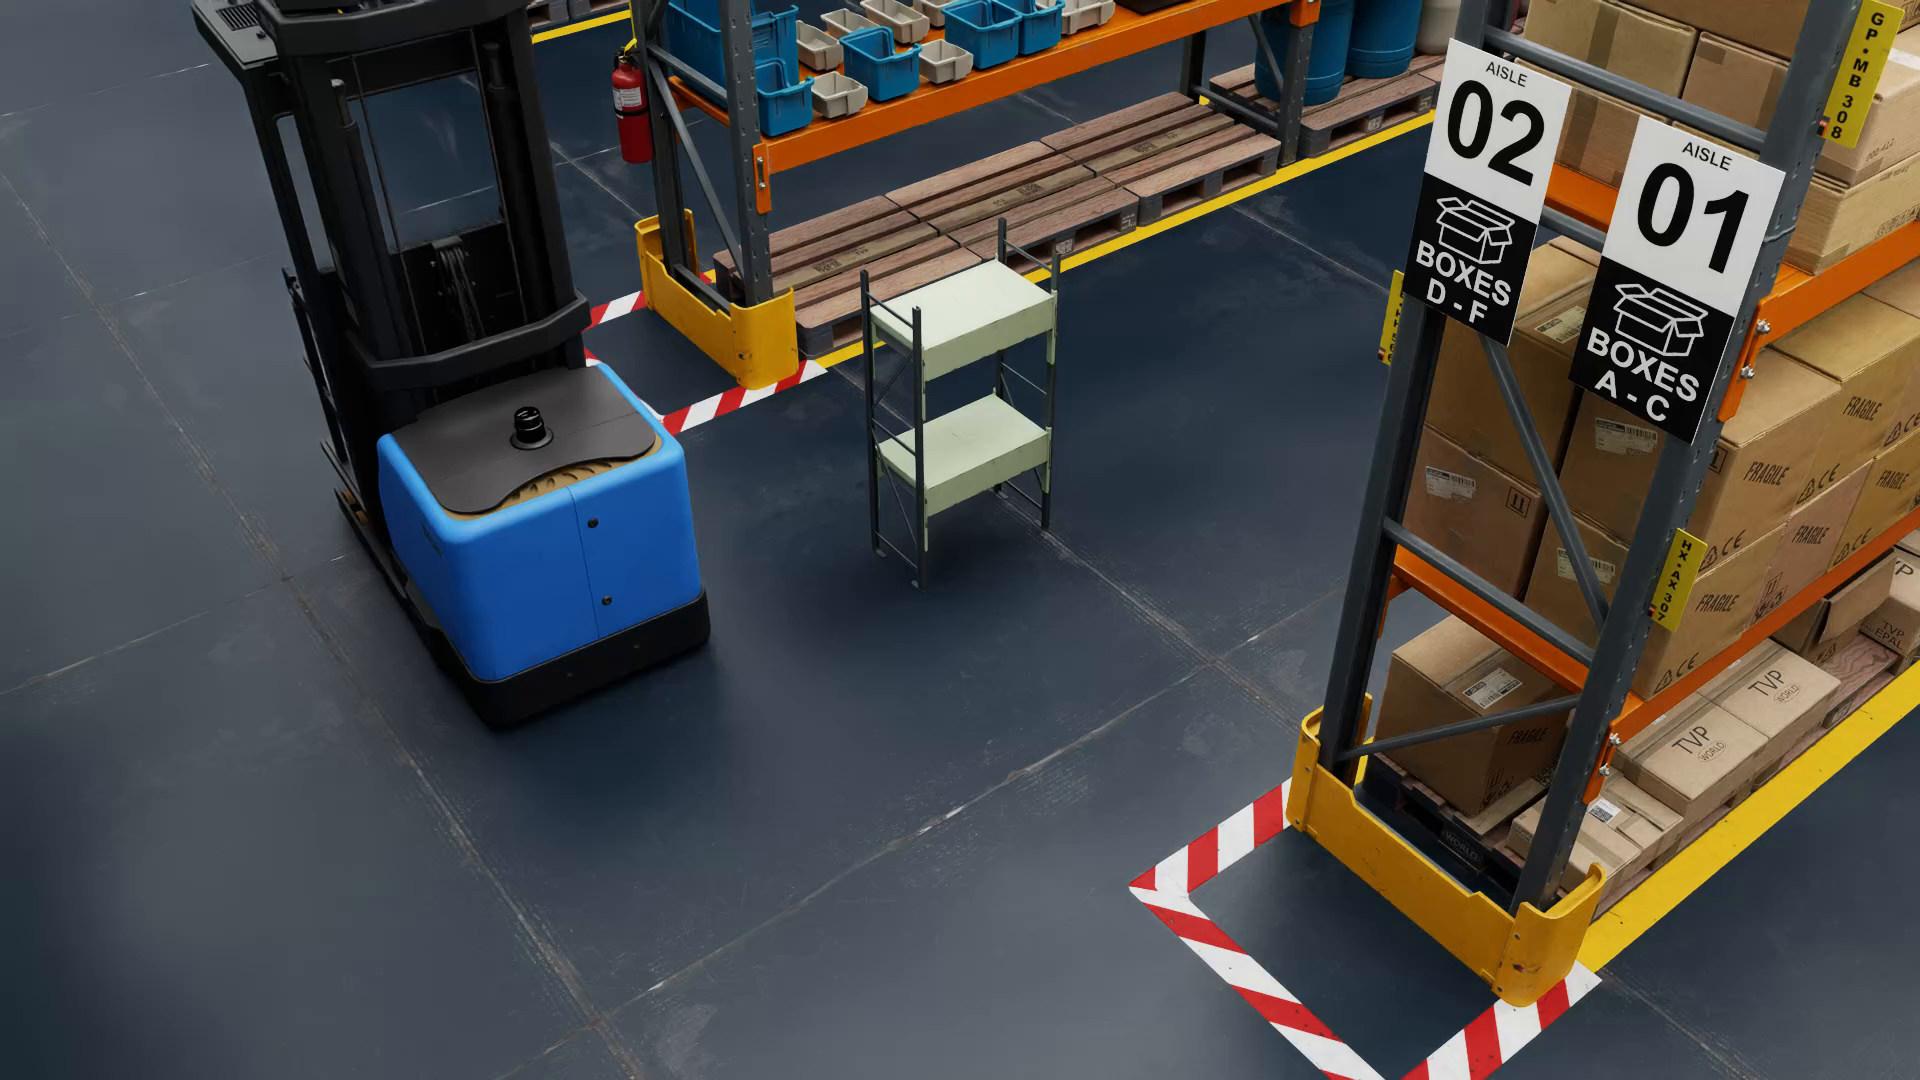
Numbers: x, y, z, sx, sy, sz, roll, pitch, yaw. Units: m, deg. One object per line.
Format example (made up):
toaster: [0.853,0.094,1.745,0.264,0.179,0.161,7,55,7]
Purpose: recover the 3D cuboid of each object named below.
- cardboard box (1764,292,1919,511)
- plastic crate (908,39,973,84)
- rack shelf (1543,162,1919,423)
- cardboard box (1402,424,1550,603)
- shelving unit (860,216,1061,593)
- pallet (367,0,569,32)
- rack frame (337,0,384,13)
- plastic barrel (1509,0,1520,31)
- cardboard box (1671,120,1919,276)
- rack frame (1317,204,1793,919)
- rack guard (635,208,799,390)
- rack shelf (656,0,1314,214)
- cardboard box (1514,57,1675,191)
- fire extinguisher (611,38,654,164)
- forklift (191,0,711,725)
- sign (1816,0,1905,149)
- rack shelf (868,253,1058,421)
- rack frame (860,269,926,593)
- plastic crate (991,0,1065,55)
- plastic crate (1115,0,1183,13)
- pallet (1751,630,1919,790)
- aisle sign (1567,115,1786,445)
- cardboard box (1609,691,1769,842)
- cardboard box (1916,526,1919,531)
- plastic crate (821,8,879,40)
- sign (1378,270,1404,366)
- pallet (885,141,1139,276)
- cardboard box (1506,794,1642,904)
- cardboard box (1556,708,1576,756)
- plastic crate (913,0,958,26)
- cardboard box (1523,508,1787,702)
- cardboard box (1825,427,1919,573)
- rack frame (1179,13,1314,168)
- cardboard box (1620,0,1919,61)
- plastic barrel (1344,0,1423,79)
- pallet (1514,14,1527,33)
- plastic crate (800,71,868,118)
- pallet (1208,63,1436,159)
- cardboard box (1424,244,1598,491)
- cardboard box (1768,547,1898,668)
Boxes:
cardboard box: [2.612,-0.493,5.252,0.500,0.500,0.500,-25,46,-28]
plastic crate: [-0.087,-2.511,8.740,0.298,0.136,0.250,-26,46,-28]
rack shelf: [3.275,-1.478,5.522,4.000,0.370,1.077,-26,46,-28]
cardboard box: [1.879,-0.172,5.649,0.500,0.500,0.500,-25,45,-27]
shelving unit: [0.005,-0.582,7.411,0.755,1.500,0.431,-26,46,-28]
pallet: [-3.758,-4.077,12.687,1.213,0.211,1.003,-26,46,-28]
rack frame: [-4.344,-4.806,11.378,0.127,3.000,1.000,-26,46,-28]
plastic barrel: [3.744,-4.003,11.969,0.708,0.588,0.600,-26,46,-28]
cardboard box: [2.252,-0.996,4.485,0.500,0.250,0.500,-26,46,-28]
rack frame: [1.689,0.177,5.303,0.127,3.000,1.000,-26,46,-28]
rack guard: [-1.337,-1.333,9.115,0.348,0.500,1.175,-26,46,-28]
rack shelf: [0.260,-2.810,9.512,4.000,0.370,1.077,-26,46,-28]
cardboard box: [1.936,-1.256,4.803,0.500,0.250,0.500,-26,46,-28]
fire extinguisher: [-1.723,-2.312,8.692,0.183,0.674,0.296,-26,46,-28]
forklift: [-2.330,-1.273,7.124,1.130,2.935,3.031,-23,45,-25]
sign: [2.020,-1.048,3.742,0.005,0.325,0.100,-26,46,-28]
rack shelf: [0.005,-0.884,7.163,0.720,0.370,0.431,-26,46,-28]
rack frame: [-0.285,-0.441,7.239,0.023,1.500,0.400,-26,46,-28]
plastic crate: [0.352,-2.829,9.051,0.300,0.233,0.416,-26,46,-28]
plastic crate: [1.122,-3.211,9.602,0.590,0.125,0.437,-26,46,-28]
pallet: [3.348,0.448,7.171,1.213,0.211,1.003,-26,46,-28]
aisle sign: [1.814,-0.654,4.266,0.004,0.787,0.394,-26,46,-28]
cardboard box: [2.690,0.809,6.353,0.500,0.250,0.500,-26,46,-28]
cardboard box: [4.321,0.101,7.296,0.250,0.149,0.380,-26,46,-28]
plastic crate: [-0.551,-2.748,9.029,0.243,0.136,0.396,-26,46,-28]
sign: [1.367,-0.680,5.185,0.005,0.325,0.100,-26,46,-28]
pallet: [0.318,-2.006,10.162,1.213,0.211,1.003,-26,46,-28]
cardboard box: [2.231,1.120,6.054,0.250,0.149,0.380,-26,46,-28]
cardboard box: [2.346,0.657,6.605,0.250,0.166,0.380,-26,46,-28]
plastic crate: [-0.122,-2.992,9.326,0.250,0.136,0.298,-26,46,-28]
cardboard box: [2.202,0.099,5.319,0.500,0.500,0.500,-25,46,-27]
cardboard box: [3.007,-0.295,5.800,0.500,0.500,0.500,-26,46,-28]
rack frame: [1.845,-3.862,10.226,0.127,3.000,1.000,-26,46,-28]
cardboard box: [2.087,-1.615,4.255,0.500,0.500,0.700,-26,46,-28]
plastic barrel: [2.849,-3.688,11.337,0.708,0.901,0.600,-26,46,-28]
pallet: [4.417,-4.004,12.598,1.213,0.211,1.003,-26,46,-28]
plastic crate: [-0.625,-2.249,8.421,0.298,0.136,0.250,-26,46,-28]
pallet: [2.483,-3.061,11.448,1.213,0.211,1.003,-26,46,-28]
cardboard box: [1.875,-0.559,5.332,0.500,0.500,0.500,-26,46,-28]
cardboard box: [3.374,0.155,6.951,0.637,0.503,0.797,-26,46,-28]
